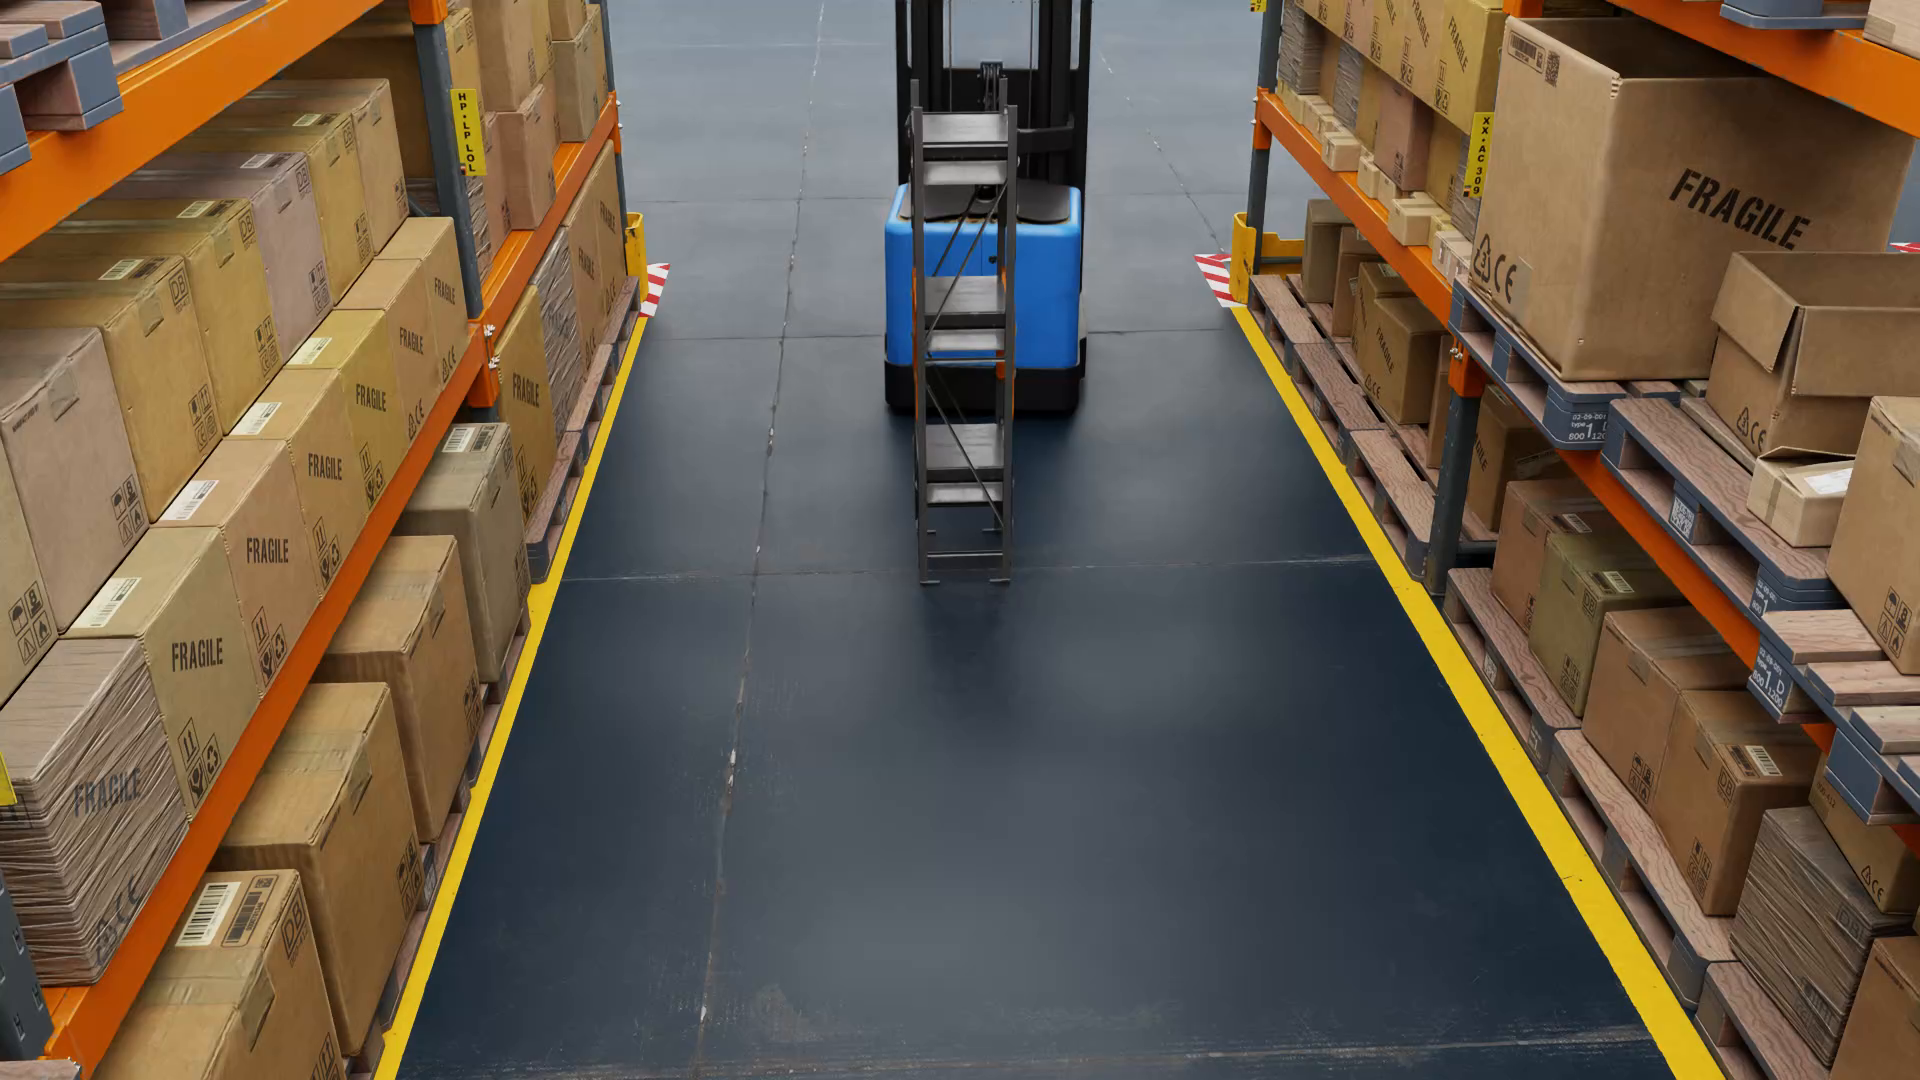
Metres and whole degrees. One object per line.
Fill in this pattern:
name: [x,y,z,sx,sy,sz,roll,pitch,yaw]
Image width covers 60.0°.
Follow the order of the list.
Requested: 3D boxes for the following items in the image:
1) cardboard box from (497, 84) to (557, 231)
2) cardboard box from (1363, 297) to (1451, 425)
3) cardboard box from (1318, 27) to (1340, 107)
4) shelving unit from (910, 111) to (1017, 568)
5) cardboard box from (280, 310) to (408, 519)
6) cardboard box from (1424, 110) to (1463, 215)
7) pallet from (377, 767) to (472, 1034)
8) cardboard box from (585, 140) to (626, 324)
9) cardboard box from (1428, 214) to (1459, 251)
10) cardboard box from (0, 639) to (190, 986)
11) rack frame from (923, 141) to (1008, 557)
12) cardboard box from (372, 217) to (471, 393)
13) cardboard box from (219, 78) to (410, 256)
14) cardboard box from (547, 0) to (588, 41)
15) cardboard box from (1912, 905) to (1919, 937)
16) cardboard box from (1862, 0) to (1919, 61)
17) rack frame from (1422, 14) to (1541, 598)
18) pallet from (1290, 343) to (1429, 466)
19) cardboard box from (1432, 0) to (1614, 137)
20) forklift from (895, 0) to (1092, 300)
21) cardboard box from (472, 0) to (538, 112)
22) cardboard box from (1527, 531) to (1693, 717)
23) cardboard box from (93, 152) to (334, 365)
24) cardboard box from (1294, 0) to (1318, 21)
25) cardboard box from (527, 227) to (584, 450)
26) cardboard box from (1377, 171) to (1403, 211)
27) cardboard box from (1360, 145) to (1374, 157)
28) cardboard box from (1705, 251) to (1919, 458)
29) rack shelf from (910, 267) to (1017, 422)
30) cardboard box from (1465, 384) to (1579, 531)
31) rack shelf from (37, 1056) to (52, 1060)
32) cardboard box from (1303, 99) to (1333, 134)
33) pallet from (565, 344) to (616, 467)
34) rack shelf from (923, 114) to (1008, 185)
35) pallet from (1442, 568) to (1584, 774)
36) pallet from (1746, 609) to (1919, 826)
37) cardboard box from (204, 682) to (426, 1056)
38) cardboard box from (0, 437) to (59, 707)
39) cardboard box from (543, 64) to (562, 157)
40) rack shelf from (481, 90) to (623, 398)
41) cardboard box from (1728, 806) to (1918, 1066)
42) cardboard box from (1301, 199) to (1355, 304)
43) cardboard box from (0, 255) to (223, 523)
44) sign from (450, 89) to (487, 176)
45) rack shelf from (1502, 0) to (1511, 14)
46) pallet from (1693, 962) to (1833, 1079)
cardboard box: [-2.398,-1.787,7.771,0.875,0.550,0.550,-1,28,-3]
cardboard box: [2.424,-0.931,8.540,0.500,0.500,0.500,-4,28,-7]
cardboard box: [2.492,-2.659,9.175,0.875,0.500,0.500,-1,28,-3]
shelving unit: [-5.799,-2.069,6.045,12.070,5.092,0.667,-1,28,-3]
cardboard box: [-2.058,-0.388,5.142,0.500,0.500,0.500,-1,28,-2]
cardboard box: [2.601,-1.735,7.404,0.875,0.500,0.500,-1,28,-3]
pallet: [-2.222,1.111,5.392,1.003,0.211,1.213,-1,28,-3]
cardboard box: [-2.512,-1.825,9.849,0.875,0.875,0.875,-1,28,-2]
cardboard box: [2.292,-1.332,7.331,0.380,0.149,0.250,-1,28,-3]
cardboard box: [-1.950,0.544,3.355,0.500,0.500,0.500,-1,28,-2]
rack frame: [0.020,-0.742,6.902,0.380,1.831,0.006,-1,28,-3]
cardboard box: [-2.111,-0.855,6.037,0.500,0.500,0.500,-2,28,-3]
cardboard box: [-2.373,-1.304,5.816,0.700,0.500,0.500,-2,28,-4]
cardboard box: [-2.512,-3.013,8.954,0.875,0.550,0.550,-1,28,-3]
cardboard box: [2.698,1.001,4.003,0.500,0.250,0.500,0,28,-1]
cardboard box: [2.430,-1.209,3.742,0.500,0.250,0.500,-1,28,-1]
rack frame: [2.554,-1.118,6.650,1.000,3.000,0.127,-1,28,-3]
pallet: [2.417,-0.756,8.971,1.003,0.211,1.213,-1,28,-3]
cardboard box: [2.255,-1.939,6.713,0.500,0.500,0.500,-1,28,-3]
forklift: [0.205,-2.640,9.642,1.121,2.935,3.031,2,28,3]
cardboard box: [-2.425,-2.265,7.520,0.875,0.550,0.550,-1,28,-3]
cardboard box: [2.570,0.300,6.159,0.700,0.500,0.500,-2,28,-3]
cardboard box: [-2.318,-0.833,4.913,0.700,0.500,0.500,-1,28,-2]
cardboard box: [2.121,-3.093,8.926,0.500,0.500,0.500,-1,28,-3]
cardboard box: [-2.419,-0.997,8.262,0.875,0.875,0.875,-1,28,-2]
cardboard box: [2.233,-1.677,7.994,0.380,0.149,0.250,-1,28,-3]
cardboard box: [2.249,-1.909,8.439,0.380,0.149,0.250,-1,28,-3]
cardboard box: [2.737,-0.552,4.998,0.797,0.503,0.637,1,28,3]
rack shelf: [0.009,-0.842,7.124,0.431,0.518,0.480,-1,28,-3]
cardboard box: [2.573,-0.382,7.487,0.500,0.500,0.500,-2,28,-4]
rack shelf: [-2.091,2.045,1.364,1.077,0.370,4.000,-1,28,-3]
cardboard box: [2.147,-2.370,9.322,0.380,0.149,0.250,-1,28,-3]
pallet: [-2.433,-0.726,8.915,1.003,0.211,1.213,-1,28,-3]
rack shelf: [0.009,-1.584,6.737,0.368,0.174,0.457,-1,28,-3]
pallet: [2.596,0.478,6.606,1.003,0.211,1.213,-1,28,-3]
pallet: [2.619,0.488,3.779,1.213,0.211,1.003,-1,28,-3]
cardboard box: [-2.187,0.926,4.709,1.050,0.750,0.750,-1,28,-2]
cardboard box: [-2.209,0.107,3.112,0.700,0.500,0.500,-2,28,-3]
cardboard box: [-2.595,-2.273,8.703,0.875,0.550,0.550,-1,28,-3]
rack shelf: [-2.509,-1.650,8.447,1.077,0.370,4.000,-1,28,-3]
cardboard box: [2.666,1.078,4.668,0.700,0.500,0.500,-4,28,-7]
cardboard box: [2.361,-1.754,10.119,0.500,0.500,0.500,4,28,7]
cardboard box: [-2.266,-0.363,4.014,0.700,0.500,0.500,-2,28,-3]
sign: [-1.863,-1.541,6.294,0.100,0.325,0.005,-1,28,-3]
rack shelf: [2.449,-3.053,7.894,1.077,0.370,4.000,-1,28,-3]
pallet: [2.723,1.605,4.445,1.003,0.211,1.213,-1,28,-3]
